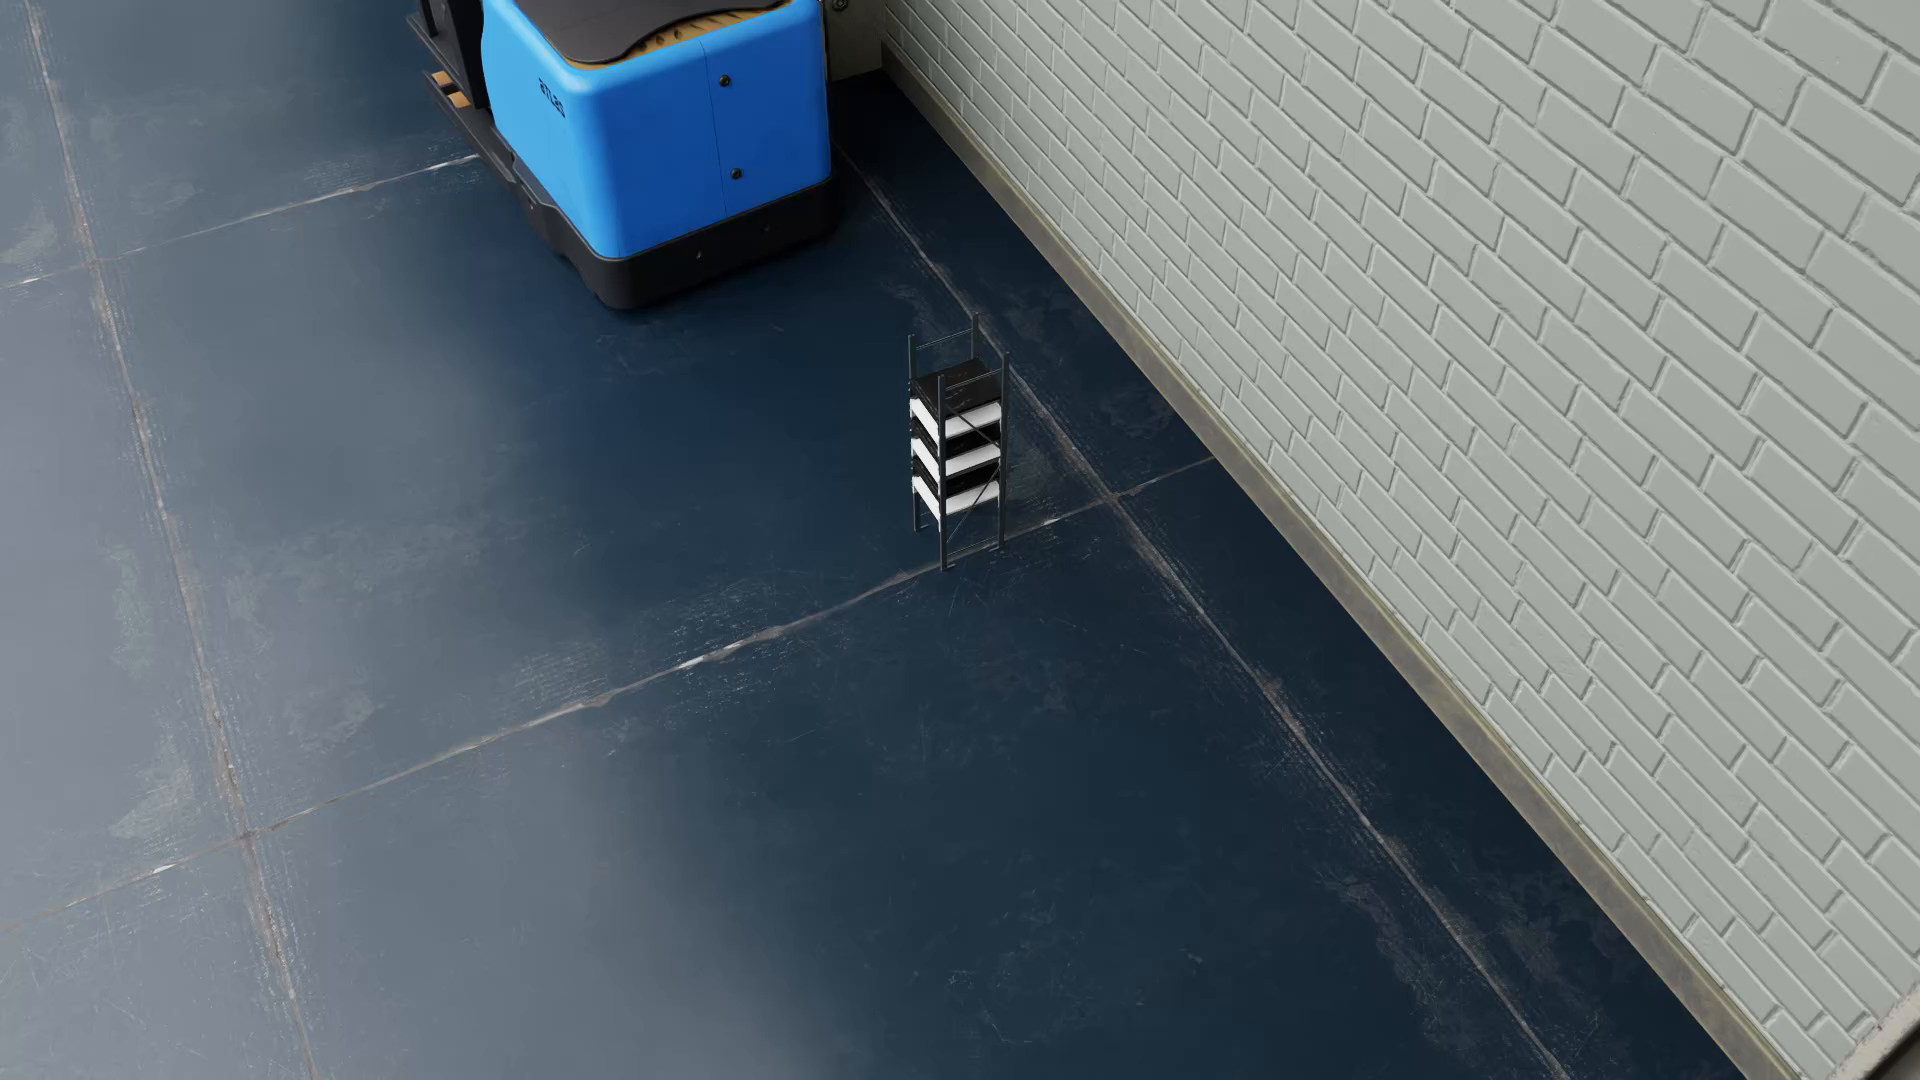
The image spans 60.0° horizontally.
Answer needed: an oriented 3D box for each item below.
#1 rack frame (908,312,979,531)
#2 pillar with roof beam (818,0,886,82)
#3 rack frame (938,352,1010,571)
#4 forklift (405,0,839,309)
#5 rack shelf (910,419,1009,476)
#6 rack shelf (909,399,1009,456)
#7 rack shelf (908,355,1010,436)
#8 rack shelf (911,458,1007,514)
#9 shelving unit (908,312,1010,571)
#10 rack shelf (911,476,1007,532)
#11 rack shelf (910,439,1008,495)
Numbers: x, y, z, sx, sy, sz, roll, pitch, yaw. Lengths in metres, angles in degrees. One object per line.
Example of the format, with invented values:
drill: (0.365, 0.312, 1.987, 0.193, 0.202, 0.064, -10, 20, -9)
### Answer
rack frame: (-0.050, -0.370, 5.476, 0.240, 0.900, 0.006, -21, 52, -18)
pillar with roof beam: (-4.382, -3.747, 3.049, 9.100, 9.000, 0.400, -21, 52, -18)
rack frame: (0.043, -0.234, 5.357, 0.240, 0.900, 0.006, -21, 52, -18)
forklift: (-1.721, -2.948, 6.381, 1.130, 2.935, 3.031, -26, 54, -21)
rack shelf: (-0.004, -0.339, 5.373, 0.258, 0.077, 0.200, -21, 52, -18)
rack shelf: (-0.004, -0.398, 5.306, 0.258, 0.077, 0.200, -21, 52, -18)
rack shelf: (-0.004, -0.458, 5.238, 0.258, 0.077, 0.200, -21, 52, -18)
rack shelf: (-0.004, -0.220, 5.509, 0.258, 0.077, 0.200, -21, 52, -18)
shelving unit: (-0.004, -0.302, 5.416, 0.258, 0.900, 0.210, -21, 52, -18)
rack shelf: (-0.004, -0.161, 5.577, 0.258, 0.077, 0.200, -21, 52, -18)
rack shelf: (-0.004, -0.280, 5.441, 0.258, 0.077, 0.200, -21, 52, -18)
